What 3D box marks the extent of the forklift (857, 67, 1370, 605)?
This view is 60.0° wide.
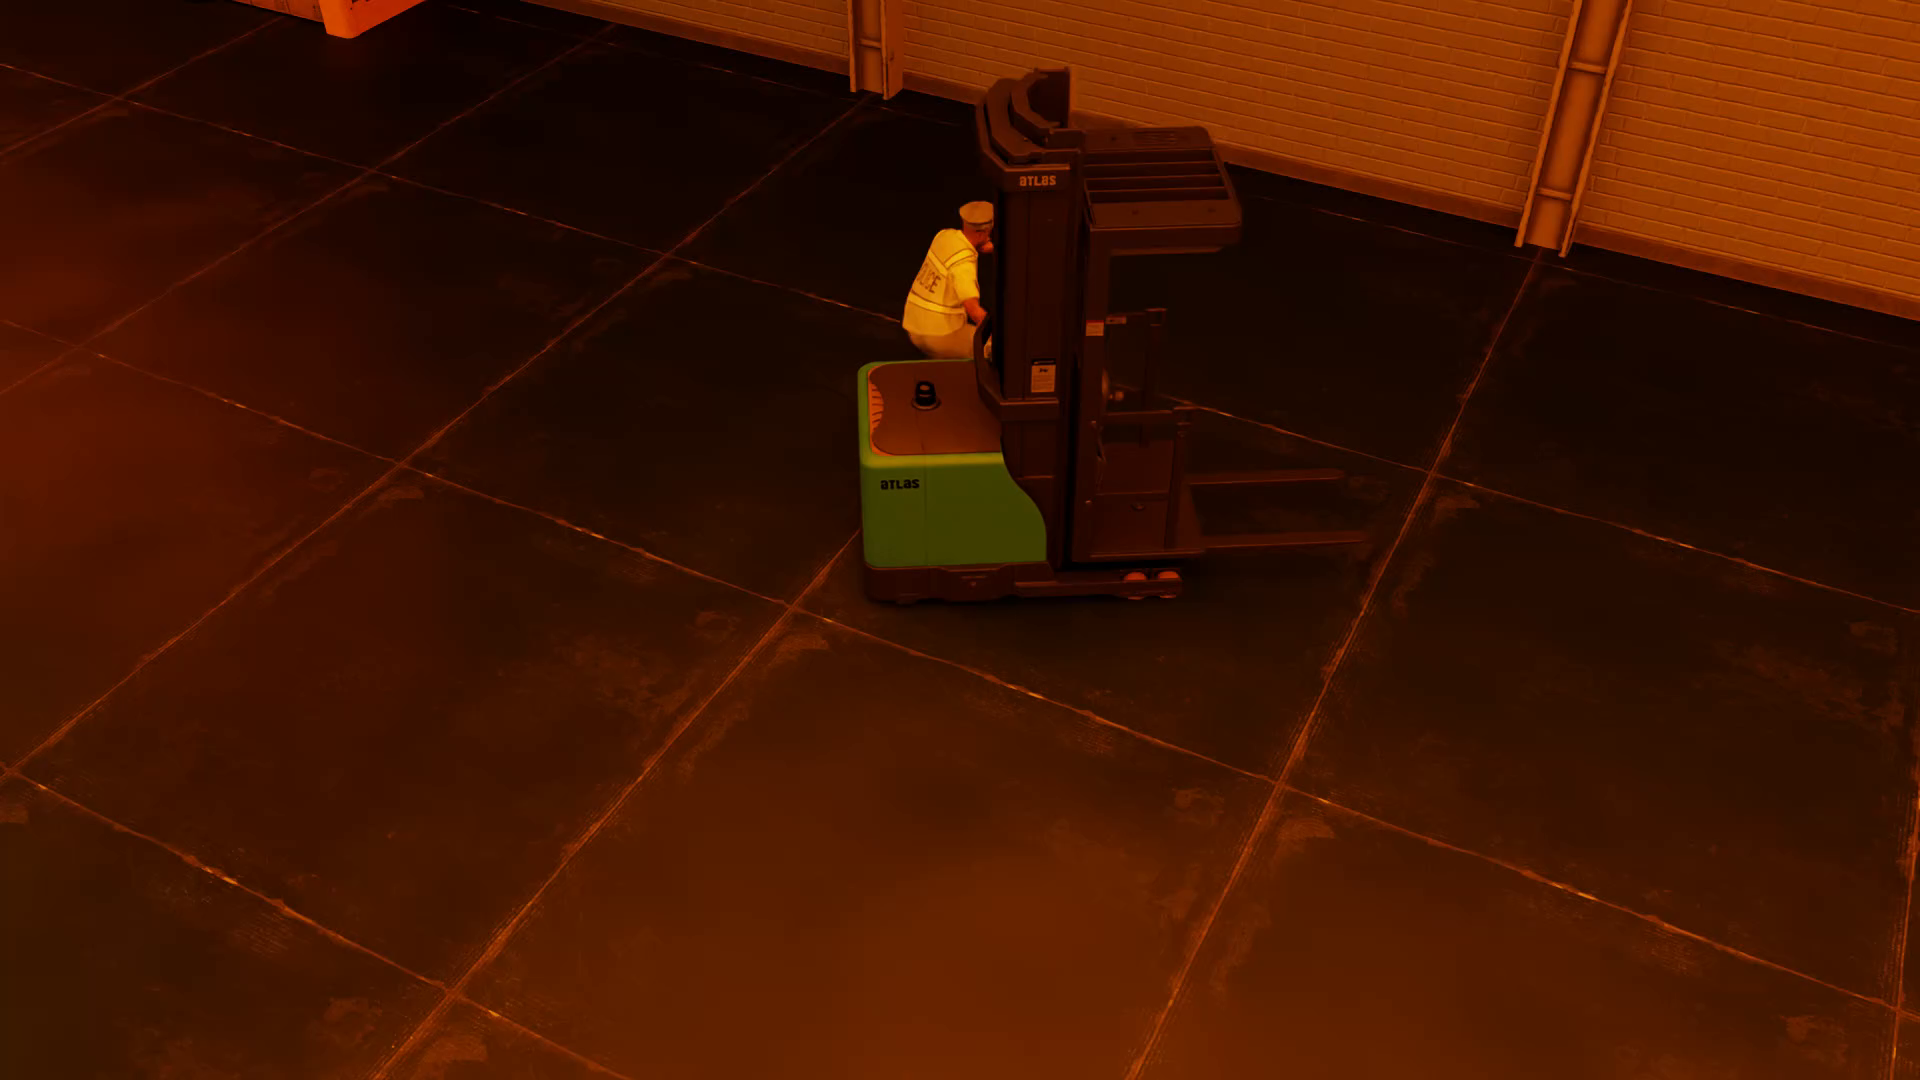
[{"bbox_3d":[0.918,-1.108,9.302,3.031,2.935,1.130,-2,40,-3],"label":"forklift"}]

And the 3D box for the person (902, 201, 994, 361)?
[{"bbox_3d":[0.147,-1.405,10.777,0.951,1.512,1.080,-20,44,-22],"label":"person"}]
